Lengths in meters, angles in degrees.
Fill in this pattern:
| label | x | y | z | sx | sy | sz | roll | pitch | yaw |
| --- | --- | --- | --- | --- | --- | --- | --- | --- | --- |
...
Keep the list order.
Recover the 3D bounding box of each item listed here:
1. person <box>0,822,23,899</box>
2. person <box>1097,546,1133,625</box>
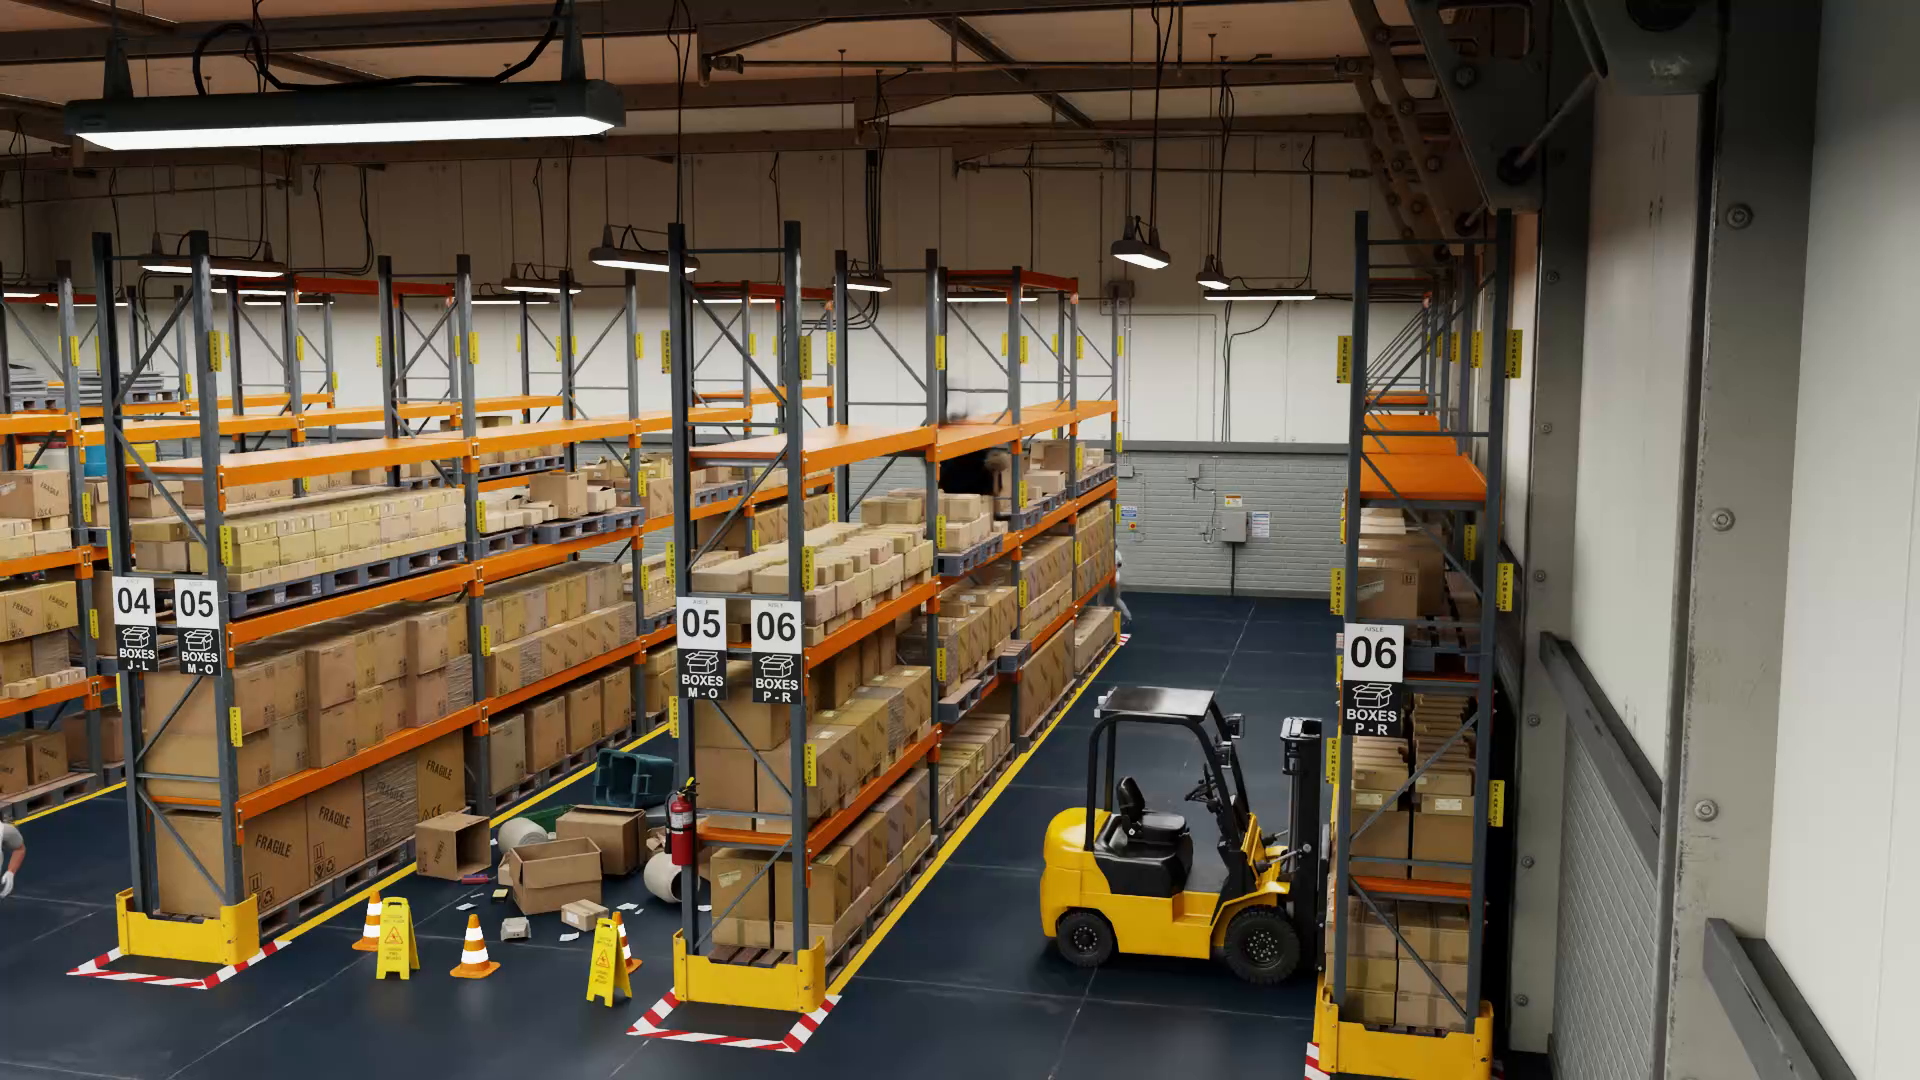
| label | x | y | z | sx | sy | sz | roll | pitch | yaw |
| --- | --- | --- | --- | --- | --- | --- | --- | --- | --- |
| person | -7.542 | 2.826 | 12.801 | 0.640 | 1.454 | 0.778 | -4 | 8 | -33 |
| person | 2.590 | 0.737 | 29.563 | 0.629 | 1.599 | 0.895 | -5 | 9 | -37 |
